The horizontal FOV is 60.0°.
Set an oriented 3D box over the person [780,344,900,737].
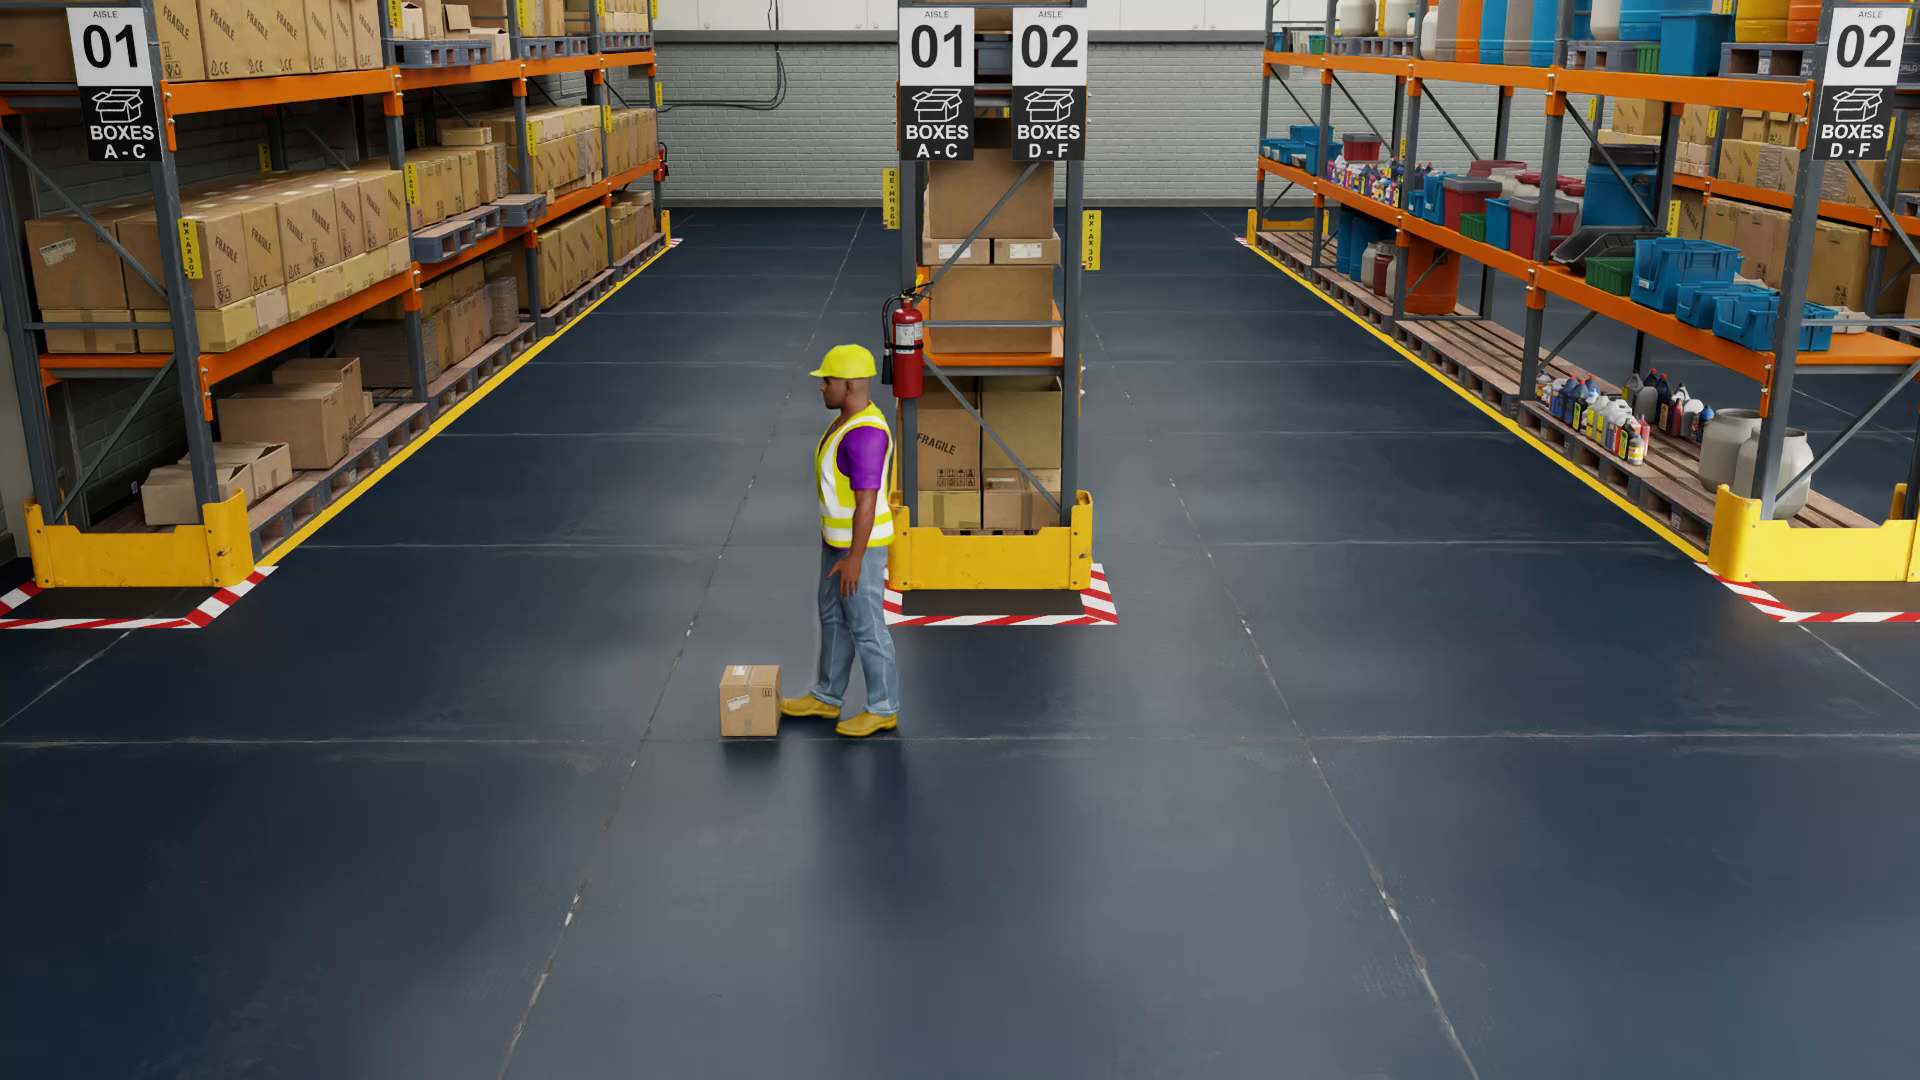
[{"bbox_3d":[-0.553,0.017,7.417,0.550,1.769,0.634,-4,17,-11],"label":"person"}]
